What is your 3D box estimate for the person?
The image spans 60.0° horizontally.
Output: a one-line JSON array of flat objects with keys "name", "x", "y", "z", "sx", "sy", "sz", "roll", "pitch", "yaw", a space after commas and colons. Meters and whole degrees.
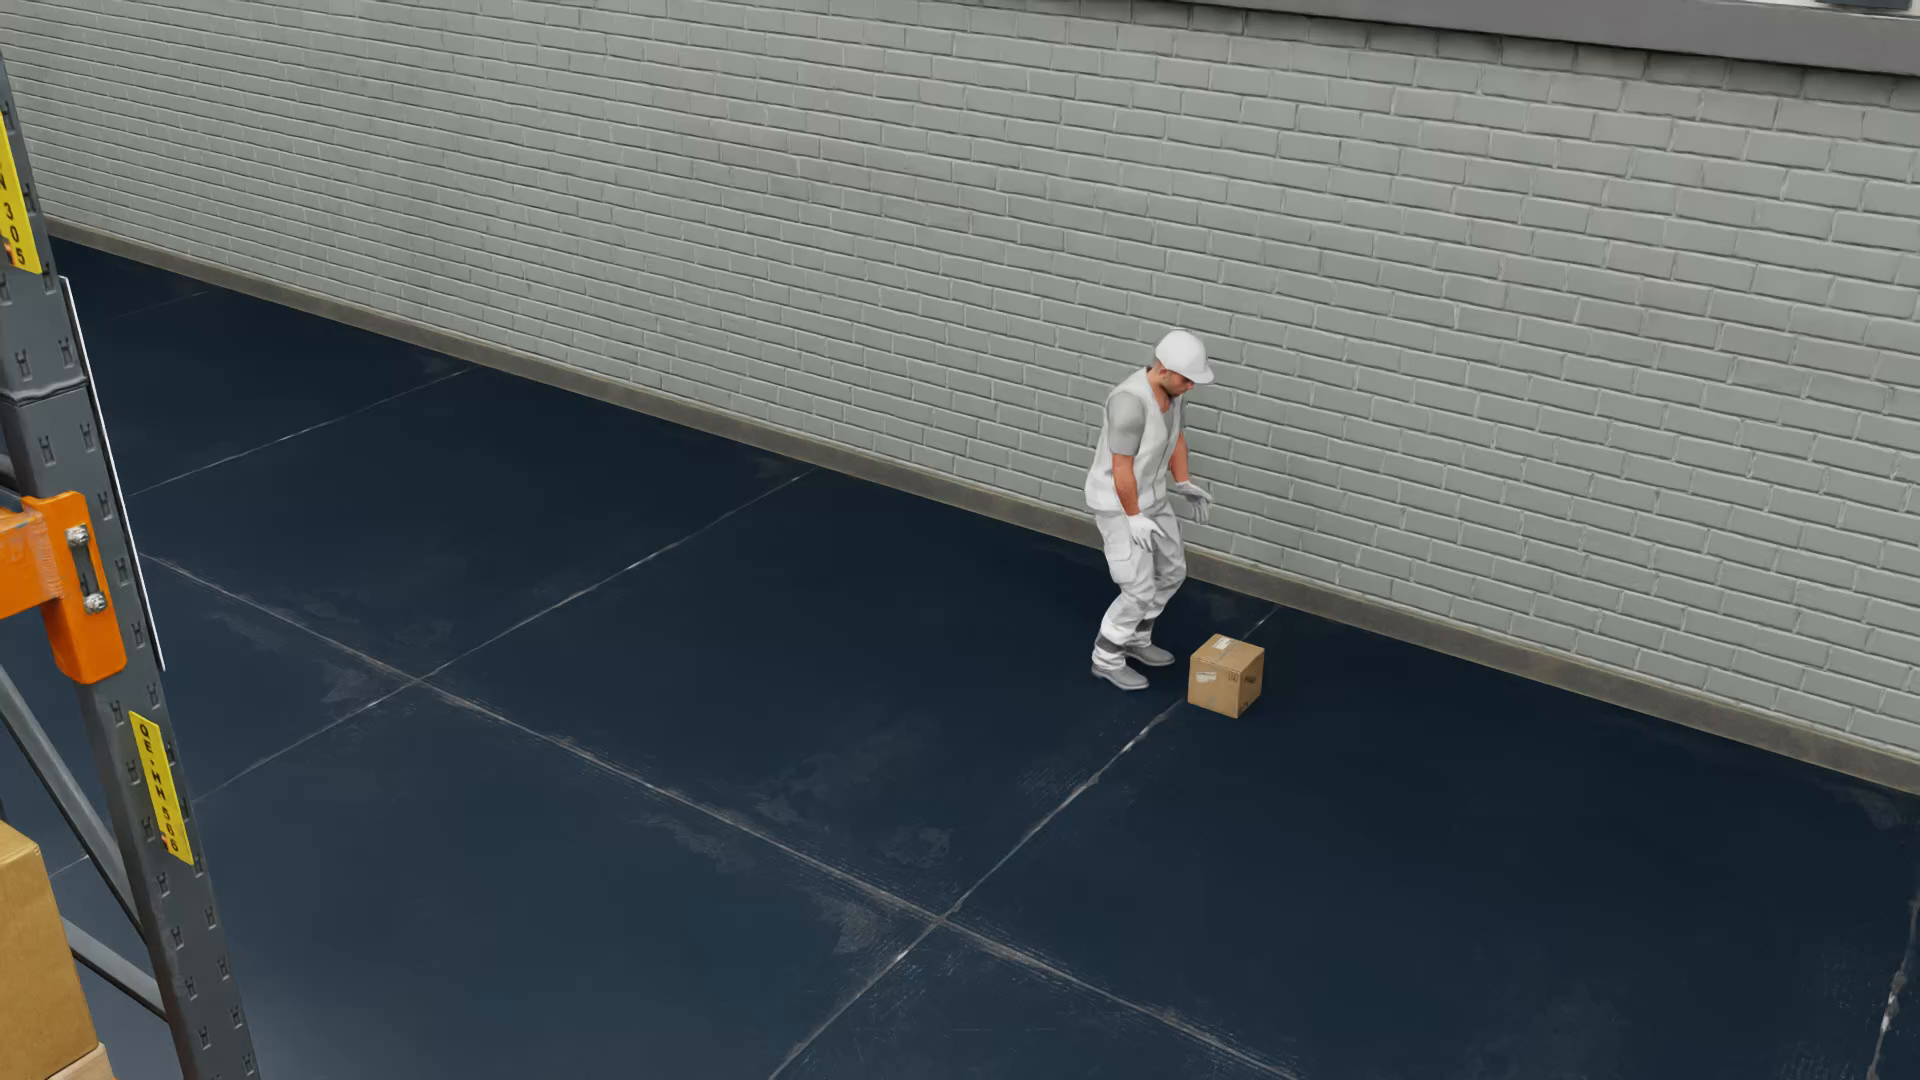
[{"name": "person", "x": 0.853, "y": -0.155, "z": 7.501, "sx": 0.517, "sy": 1.698, "sz": 0.554, "roll": 18, "pitch": 32, "yaw": 32}]
